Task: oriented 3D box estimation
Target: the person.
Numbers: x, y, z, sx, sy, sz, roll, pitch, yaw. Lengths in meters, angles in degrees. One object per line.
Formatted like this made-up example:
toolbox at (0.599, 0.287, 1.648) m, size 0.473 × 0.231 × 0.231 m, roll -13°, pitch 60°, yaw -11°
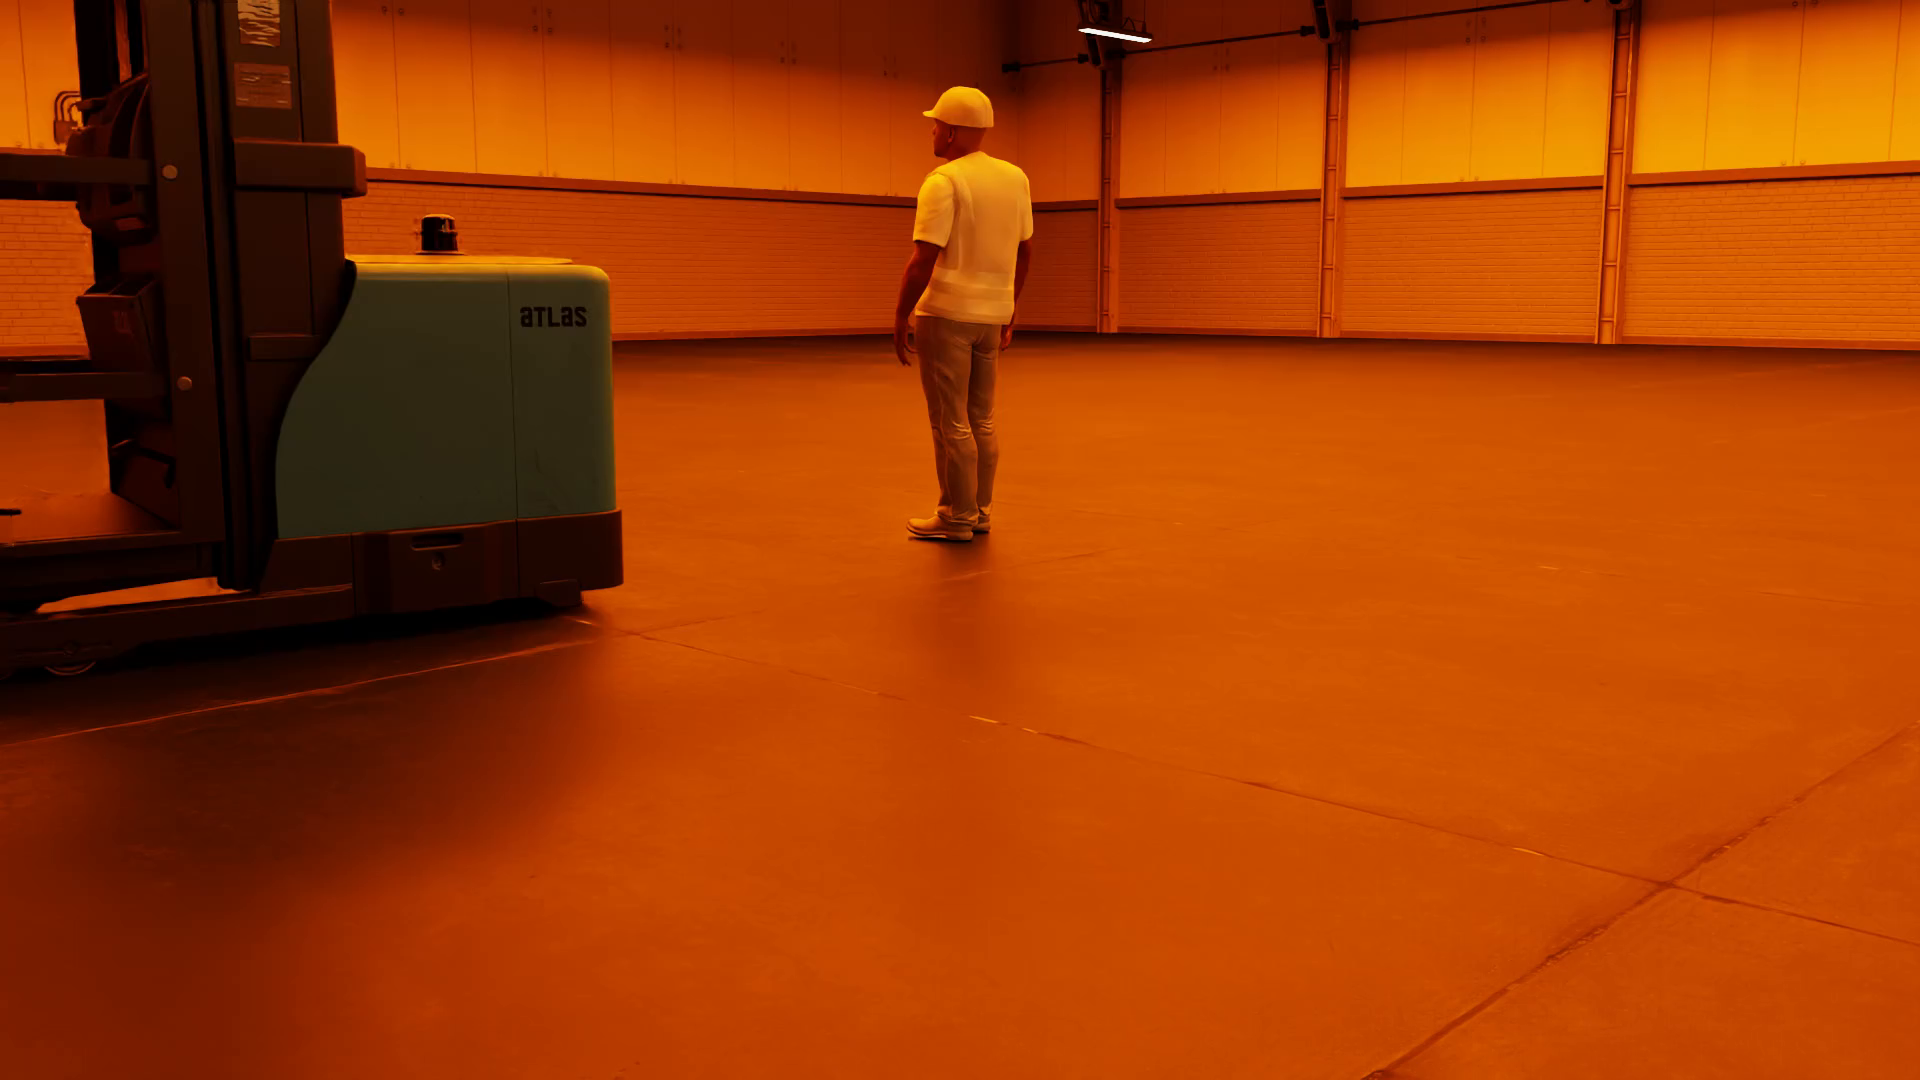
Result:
person at (-0.047, -0.888, 6.637) m, size 0.575 × 1.768 × 0.665 m, roll 8°, pitch 12°, yaw 43°

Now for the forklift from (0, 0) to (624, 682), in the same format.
forklift at (-2.567, -1.165, 4.613) m, size 3.031 × 2.935 × 1.130 m, roll -6°, pitch 11°, yaw -35°
